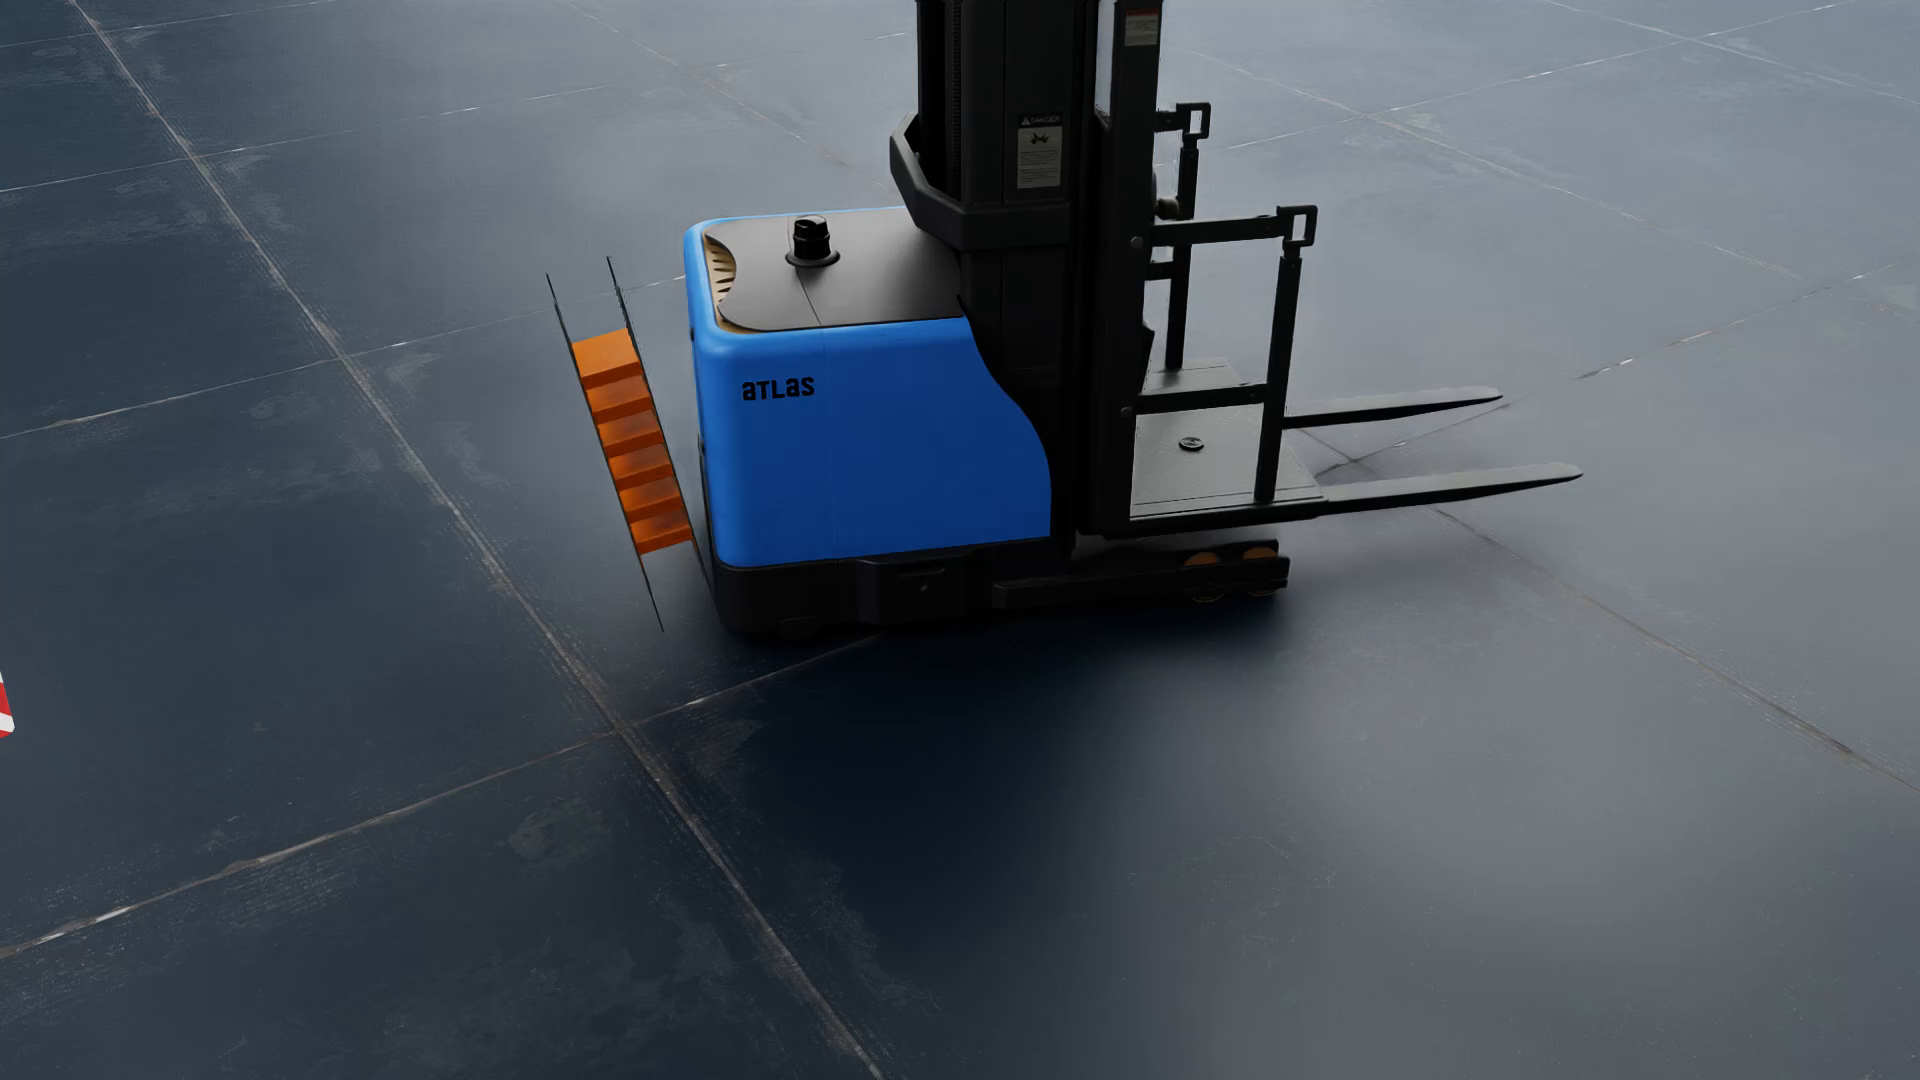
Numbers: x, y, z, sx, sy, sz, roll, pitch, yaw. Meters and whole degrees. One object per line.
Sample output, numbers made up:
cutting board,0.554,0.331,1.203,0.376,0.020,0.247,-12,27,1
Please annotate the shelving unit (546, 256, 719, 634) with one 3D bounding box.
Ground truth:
shelving unit,-1.003,-0.269,5.158,0.189,1.200,0.258,-18,35,-10

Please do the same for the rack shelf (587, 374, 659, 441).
rack shelf,-1.033,-0.427,5.047,0.180,0.103,0.258,-18,35,-10

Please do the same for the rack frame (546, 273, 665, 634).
rack frame,-1.089,-0.242,5.143,0.006,1.200,0.240,-18,35,-10

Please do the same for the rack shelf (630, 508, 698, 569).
rack shelf,-0.958,-0.039,5.320,0.180,0.103,0.258,-18,35,-10

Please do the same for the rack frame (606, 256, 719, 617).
rack frame,-0.917,-0.296,5.174,0.006,1.200,0.240,-18,35,-10

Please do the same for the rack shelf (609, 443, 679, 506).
rack shelf,-0.996,-0.233,5.183,0.180,0.103,0.258,-18,35,-10

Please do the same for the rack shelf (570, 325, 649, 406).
rack shelf,-1.052,-0.524,4.979,0.180,0.103,0.258,-18,35,-10

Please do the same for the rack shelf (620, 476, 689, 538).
rack shelf,-0.977,-0.136,5.252,0.180,0.103,0.258,-18,35,-10

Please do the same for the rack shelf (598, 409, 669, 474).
rack shelf,-1.014,-0.330,5.115,0.180,0.103,0.258,-18,35,-10

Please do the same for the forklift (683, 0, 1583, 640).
forklift,0.635,-1.301,5.188,3.031,2.935,1.130,-6,33,-9
